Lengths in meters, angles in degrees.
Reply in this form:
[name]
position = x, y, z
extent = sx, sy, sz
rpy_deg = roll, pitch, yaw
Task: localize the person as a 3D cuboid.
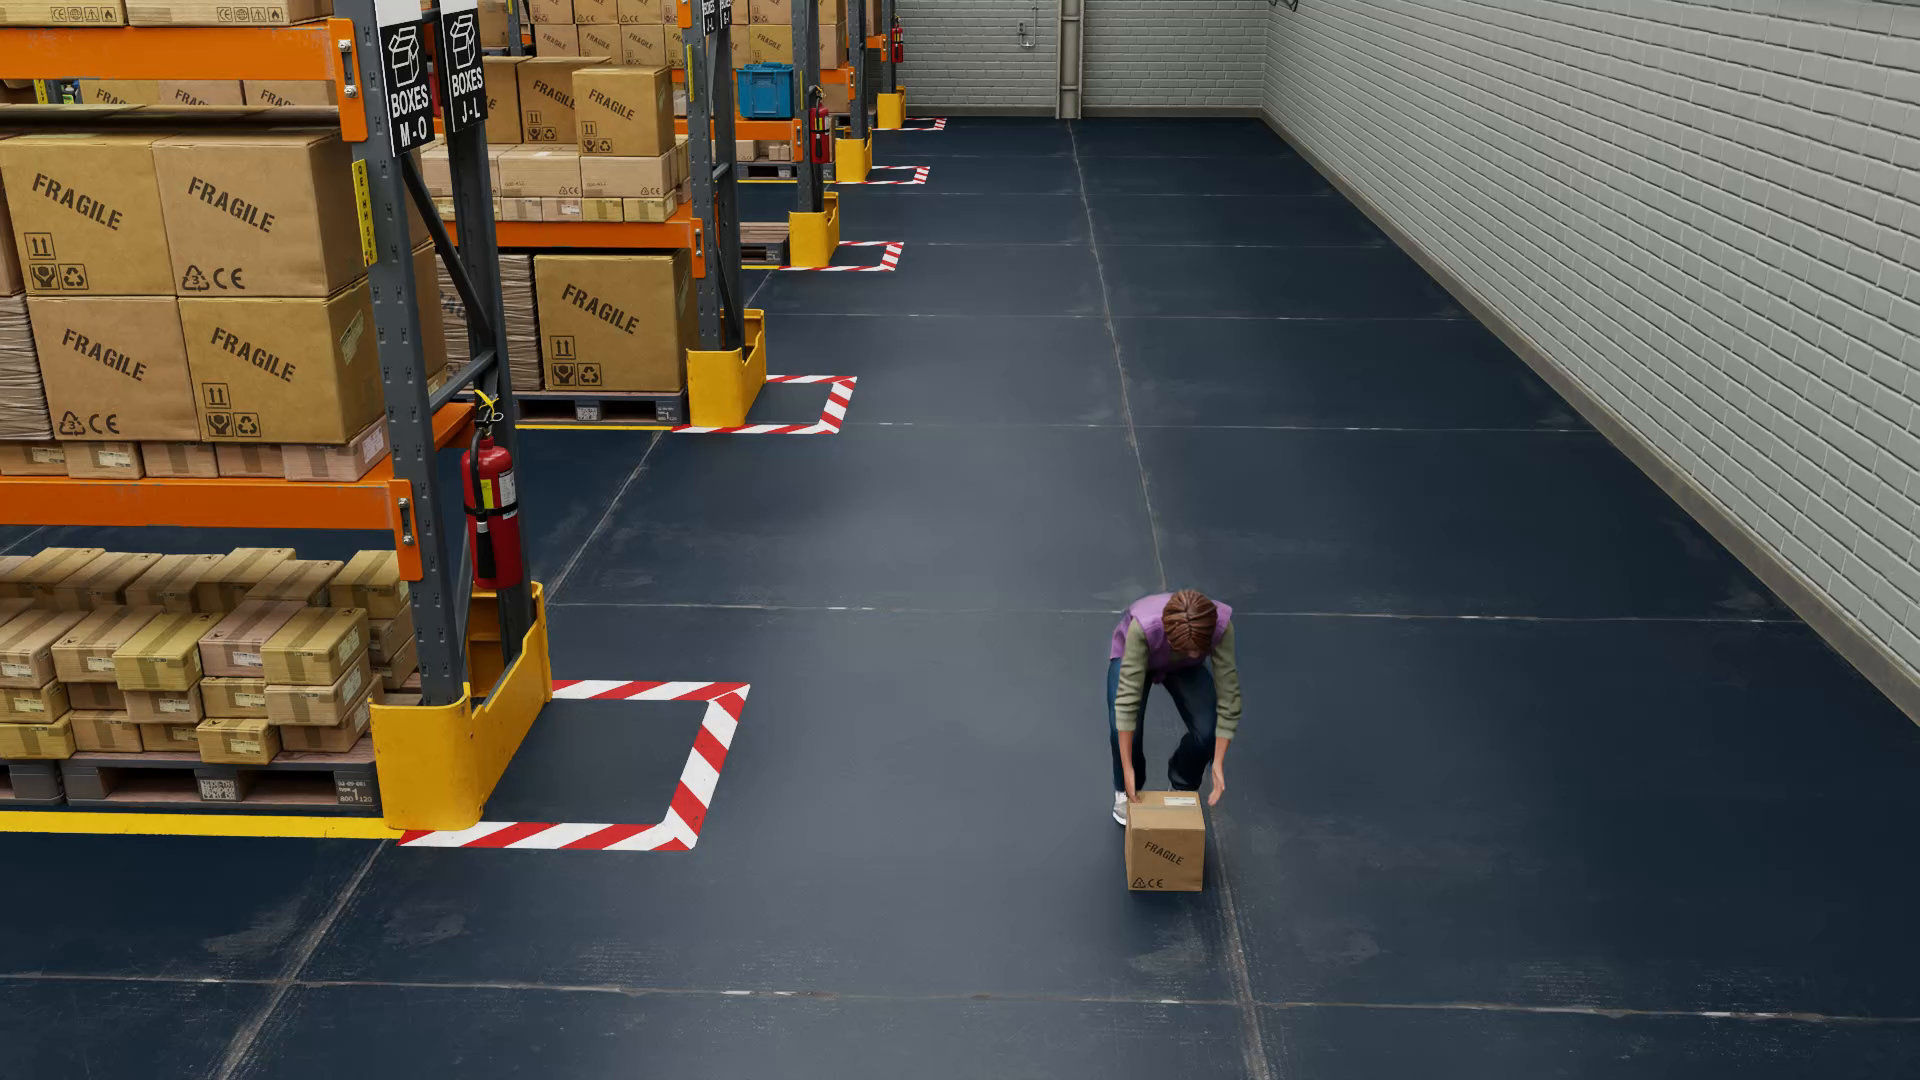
[person]
position = 0.756, 0.562, 5.962
extent = 0.454, 1.008, 0.768
rpy_deg = 1, 21, 2
